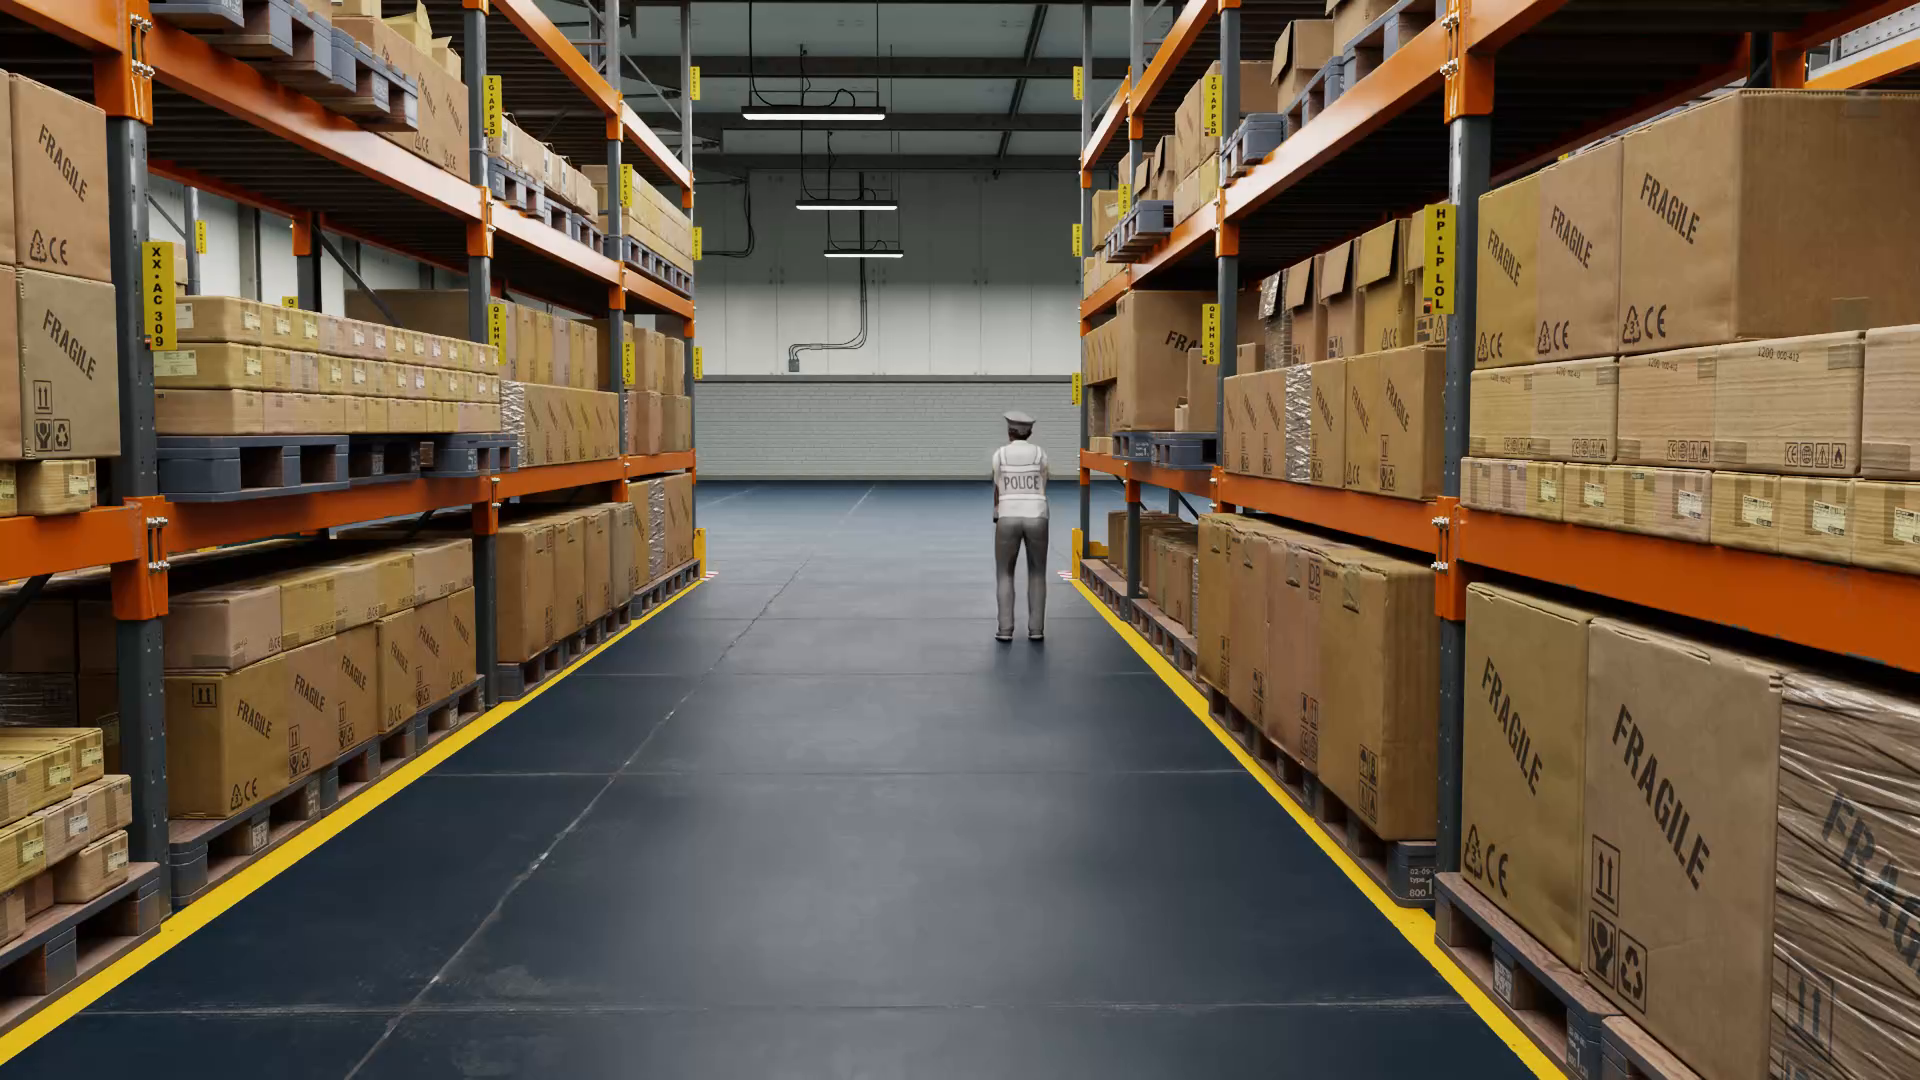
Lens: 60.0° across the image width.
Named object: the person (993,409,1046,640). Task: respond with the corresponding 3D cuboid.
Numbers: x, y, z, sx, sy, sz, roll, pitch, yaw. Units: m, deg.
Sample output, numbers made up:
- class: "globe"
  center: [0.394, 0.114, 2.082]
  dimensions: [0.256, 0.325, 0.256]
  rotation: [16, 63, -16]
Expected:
- class: "person"
  center: [0.431, -0.112, 12.129]
  dimensions: [0.399, 1.677, 0.471]
  rotation: [0, 4, -2]
